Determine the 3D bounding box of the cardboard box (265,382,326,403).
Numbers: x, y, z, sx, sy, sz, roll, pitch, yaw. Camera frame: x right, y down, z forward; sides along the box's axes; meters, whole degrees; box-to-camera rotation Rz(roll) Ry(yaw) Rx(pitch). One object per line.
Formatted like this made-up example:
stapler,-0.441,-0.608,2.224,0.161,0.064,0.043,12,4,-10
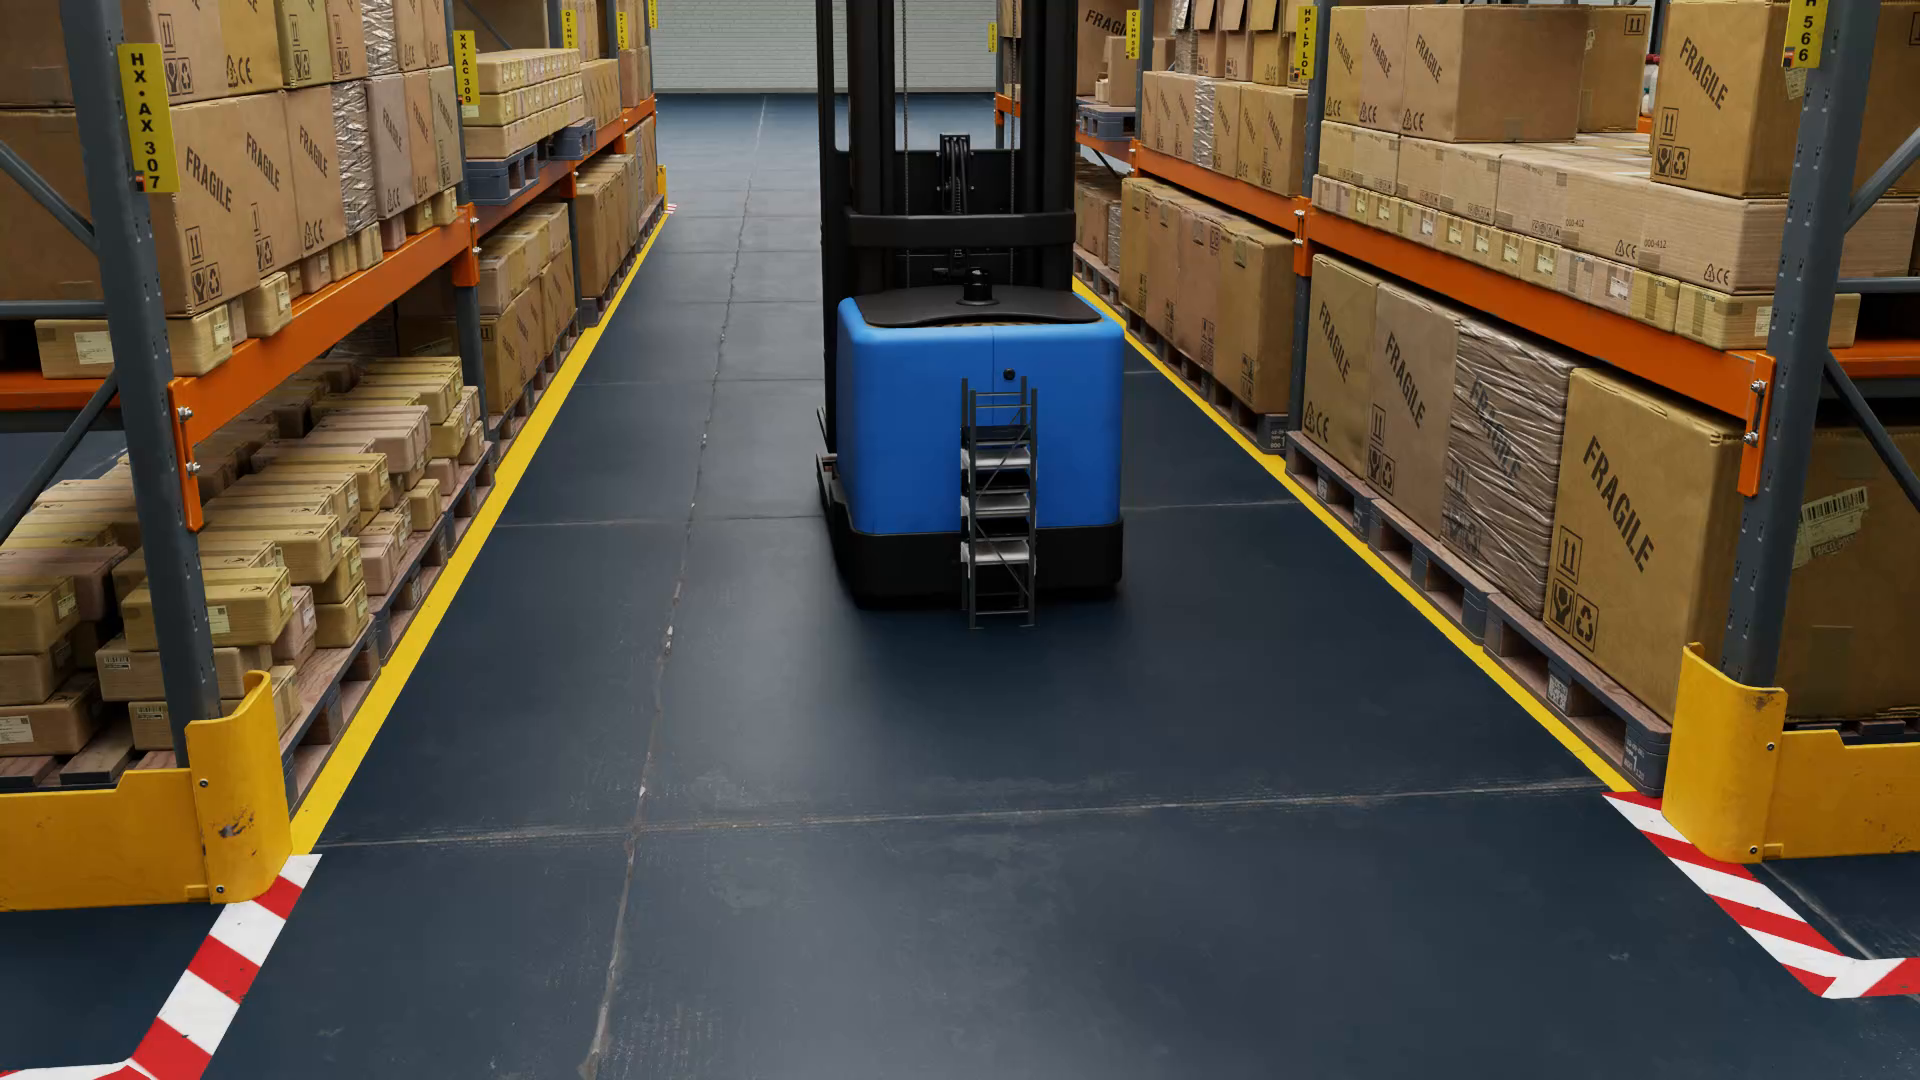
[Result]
cardboard box,-2.910,-0.568,7.045,0.380,0.149,0.250,-2,18,-6

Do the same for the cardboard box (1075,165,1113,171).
cardboard box,1.267,-3.516,16.841,0.500,0.500,0.500,4,18,12

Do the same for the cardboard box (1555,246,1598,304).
cardboard box,2.130,-0.845,5.282,0.380,0.149,0.250,-1,17,-5

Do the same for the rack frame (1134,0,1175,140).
rack frame,1.748,-3.026,11.808,1.000,3.000,0.127,-2,18,-6

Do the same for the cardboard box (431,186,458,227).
cardboard box,-2.387,-1.440,7.175,0.380,0.149,0.250,-2,18,-7

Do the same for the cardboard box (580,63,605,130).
cardboard box,-3.130,-3.543,13.287,0.500,0.500,0.500,-2,18,-6

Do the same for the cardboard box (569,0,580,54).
cardboard box,-3.394,-4.017,13.129,0.700,0.500,0.500,-2,18,-6

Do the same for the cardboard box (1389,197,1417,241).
cardboard box,1.970,-1.305,6.744,0.380,0.149,0.250,-2,18,-6

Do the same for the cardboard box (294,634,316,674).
cardboard box,-2.248,0.325,5.192,0.380,0.149,0.250,-2,17,-5

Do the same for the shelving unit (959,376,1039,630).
shelving unit,0.140,-0.135,6.104,0.258,0.900,0.210,-2,18,-8

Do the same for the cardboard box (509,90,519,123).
cardboard box,-2.396,-2.142,8.215,0.380,0.149,0.250,-2,18,-7

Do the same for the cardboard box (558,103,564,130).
cardboard box,-2.586,-2.545,9.995,0.380,0.149,0.250,-3,18,-8

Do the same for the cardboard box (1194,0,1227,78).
cardboard box,1.871,-3.140,10.328,0.797,0.503,0.637,-1,17,-4

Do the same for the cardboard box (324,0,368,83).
cardboard box,-2.299,-1.785,5.524,0.500,0.500,0.500,-2,18,-7

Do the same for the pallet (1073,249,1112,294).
pallet,1.546,-2.291,14.122,1.003,0.211,1.213,-2,18,-6

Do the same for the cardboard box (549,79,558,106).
cardboard box,-2.557,-2.608,9.698,0.380,0.149,0.250,-1,17,-4

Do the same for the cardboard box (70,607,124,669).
cardboard box,-2.683,0.271,4.869,0.380,0.149,0.250,-2,18,-7

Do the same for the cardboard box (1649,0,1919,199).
cardboard box,2.261,-1.208,4.518,0.500,0.500,0.500,-2,17,-5

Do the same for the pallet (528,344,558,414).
pallet,-2.995,-0.977,9.936,1.003,0.211,1.213,-2,18,-6

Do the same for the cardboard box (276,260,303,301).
cardboard box,-2.287,-0.817,5.191,0.380,0.149,0.250,-2,18,-6

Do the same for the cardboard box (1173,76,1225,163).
cardboard box,1.639,-2.614,10.330,0.500,0.500,0.500,-2,18,-7

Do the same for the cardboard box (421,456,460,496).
cardboard box,-2.369,-0.288,7.146,0.380,0.149,0.250,-2,18,-7

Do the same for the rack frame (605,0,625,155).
rack frame,-3.609,-4.095,15.211,1.000,3.000,0.127,-2,18,-6

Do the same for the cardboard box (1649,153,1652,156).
cardboard box,2.683,-1.169,5.646,0.500,0.250,0.500,-2,18,-7

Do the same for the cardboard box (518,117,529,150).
cardboard box,-2.423,-2.080,8.513,0.380,0.149,0.250,-2,18,-5

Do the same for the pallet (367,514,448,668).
pallet,-2.550,0.183,6.243,1.003,0.211,1.213,-2,18,-6

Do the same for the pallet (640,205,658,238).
pallet,-3.739,-3.357,17.519,1.003,0.211,1.213,-2,18,-6

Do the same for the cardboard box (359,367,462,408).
cardboard box,-2.422,-0.662,7.344,0.380,0.149,0.250,-2,17,-5

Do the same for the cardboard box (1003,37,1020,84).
cardboard box,0.952,-5.434,18.815,0.875,0.500,0.500,-2,18,-6

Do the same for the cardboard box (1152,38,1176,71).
cardboard box,1.652,-3.434,12.238,0.500,0.500,0.500,-4,18,-12

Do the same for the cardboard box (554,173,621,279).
cardboard box,-3.263,-2.474,13.106,1.050,0.750,0.750,-2,17,-5

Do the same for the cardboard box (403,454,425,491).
cardboard box,-2.376,-0.297,6.676,0.380,0.149,0.250,-1,17,-4

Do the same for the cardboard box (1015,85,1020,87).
cardboard box,0.797,-4.899,18.192,0.380,0.149,0.250,-2,18,-6

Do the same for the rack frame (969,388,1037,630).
rack frame,0.154,-0.105,6.008,0.240,0.900,0.006,-2,18,-8

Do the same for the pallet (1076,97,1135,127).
pallet,1.503,-3.523,13.711,1.003,0.211,1.213,-2,18,-6

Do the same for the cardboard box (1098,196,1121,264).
cardboard box,1.523,-2.576,13.813,0.700,0.500,0.500,0,17,-1

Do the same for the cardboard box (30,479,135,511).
cardboard box,-2.847,-0.101,5.555,0.380,0.149,0.250,-1,17,-4

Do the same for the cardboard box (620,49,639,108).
cardboard box,-3.677,-4.603,16.582,0.875,0.550,0.550,-2,18,-6

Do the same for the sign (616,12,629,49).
sign,-3.070,-4.629,15.113,0.100,0.325,0.005,-2,18,-6

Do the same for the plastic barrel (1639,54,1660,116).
plastic barrel,6.142,-4.144,15.141,0.433,0.535,0.433,0,17,0

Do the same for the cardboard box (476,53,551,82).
cardboard box,-2.533,-2.672,9.407,0.380,0.149,0.250,-1,17,-4

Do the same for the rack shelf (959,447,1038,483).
rack shelf,0.140,-0.275,6.061,0.258,0.077,0.200,-2,18,-8

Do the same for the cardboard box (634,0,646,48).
cardboard box,-3.873,-5.600,17.954,0.875,0.550,0.550,-2,18,-6

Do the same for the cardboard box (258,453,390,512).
cardboard box,-2.243,-0.201,5.876,0.380,0.149,0.250,-2,17,-5

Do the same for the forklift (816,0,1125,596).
forklift,-0.088,-1.585,7.334,1.130,2.935,3.031,-2,18,-8

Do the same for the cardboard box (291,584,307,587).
cardboard box,-2.255,0.181,5.155,0.380,0.149,0.250,-2,17,-5

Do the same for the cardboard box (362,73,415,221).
cardboard box,-2.350,-1.462,6.164,0.500,0.500,0.500,-2,18,-6

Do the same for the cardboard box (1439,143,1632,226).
cardboard box,2.096,-1.307,6.086,0.500,0.250,0.500,-2,18,-6

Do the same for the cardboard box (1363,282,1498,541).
cardboard box,2.241,-0.554,6.779,0.875,0.875,0.875,-2,18,-6

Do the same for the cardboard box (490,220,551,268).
cardboard box,-2.765,-1.771,10.029,0.500,0.250,0.500,-1,17,-4

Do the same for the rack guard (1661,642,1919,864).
rack guard,2.575,0.557,4.567,1.175,0.500,0.348,-2,18,-6

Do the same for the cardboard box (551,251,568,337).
cardboard box,-2.819,-1.568,10.635,0.500,0.500,0.500,-1,17,-3

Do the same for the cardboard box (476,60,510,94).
cardboard box,-2.367,-2.207,7.924,0.380,0.149,0.250,-1,17,-3

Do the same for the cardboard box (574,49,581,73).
cardboard box,-2.690,-3.135,10.881,0.380,0.149,0.250,-2,18,-8

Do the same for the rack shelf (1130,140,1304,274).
rack shelf,1.954,-2.087,10.017,1.077,0.370,4.000,-2,18,-6
